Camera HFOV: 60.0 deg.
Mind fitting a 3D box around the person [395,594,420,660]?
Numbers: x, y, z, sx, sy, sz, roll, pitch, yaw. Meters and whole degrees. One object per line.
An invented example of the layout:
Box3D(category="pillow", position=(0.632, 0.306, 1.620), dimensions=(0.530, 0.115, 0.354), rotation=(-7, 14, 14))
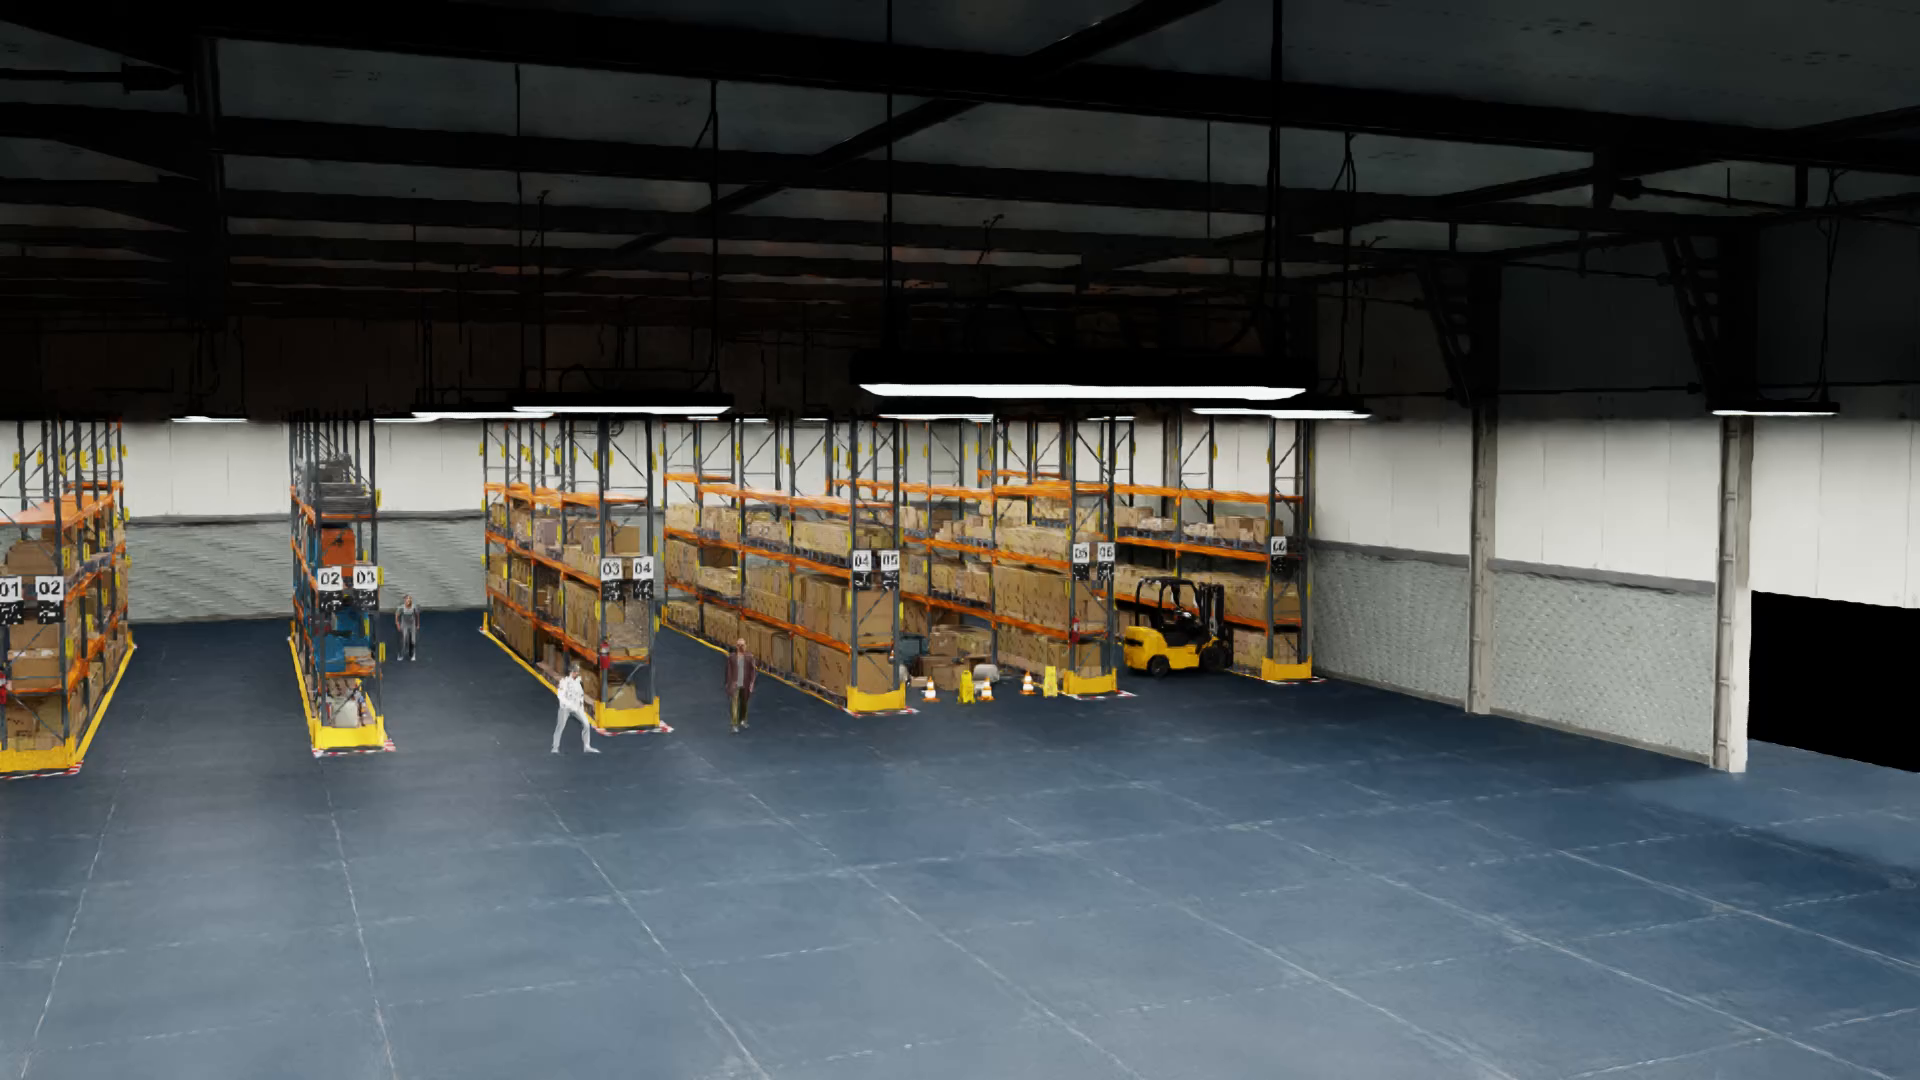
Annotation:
Box3D(category="person", position=(-13.358, 2.105, 40.224), dimensions=(0.580, 1.619, 0.507), rotation=(-2, 4, -26))

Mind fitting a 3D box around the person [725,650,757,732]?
Box3D(category="person", position=(-4.070, 2.776, 30.943), dimensions=(0.576, 1.514, 1.090), rotation=(-1, 4, -14))

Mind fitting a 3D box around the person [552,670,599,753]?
Box3D(category="person", position=(-6.722, 2.913, 28.752), dimensions=(0.642, 1.575, 0.795), rotation=(-4, 5, -41))
